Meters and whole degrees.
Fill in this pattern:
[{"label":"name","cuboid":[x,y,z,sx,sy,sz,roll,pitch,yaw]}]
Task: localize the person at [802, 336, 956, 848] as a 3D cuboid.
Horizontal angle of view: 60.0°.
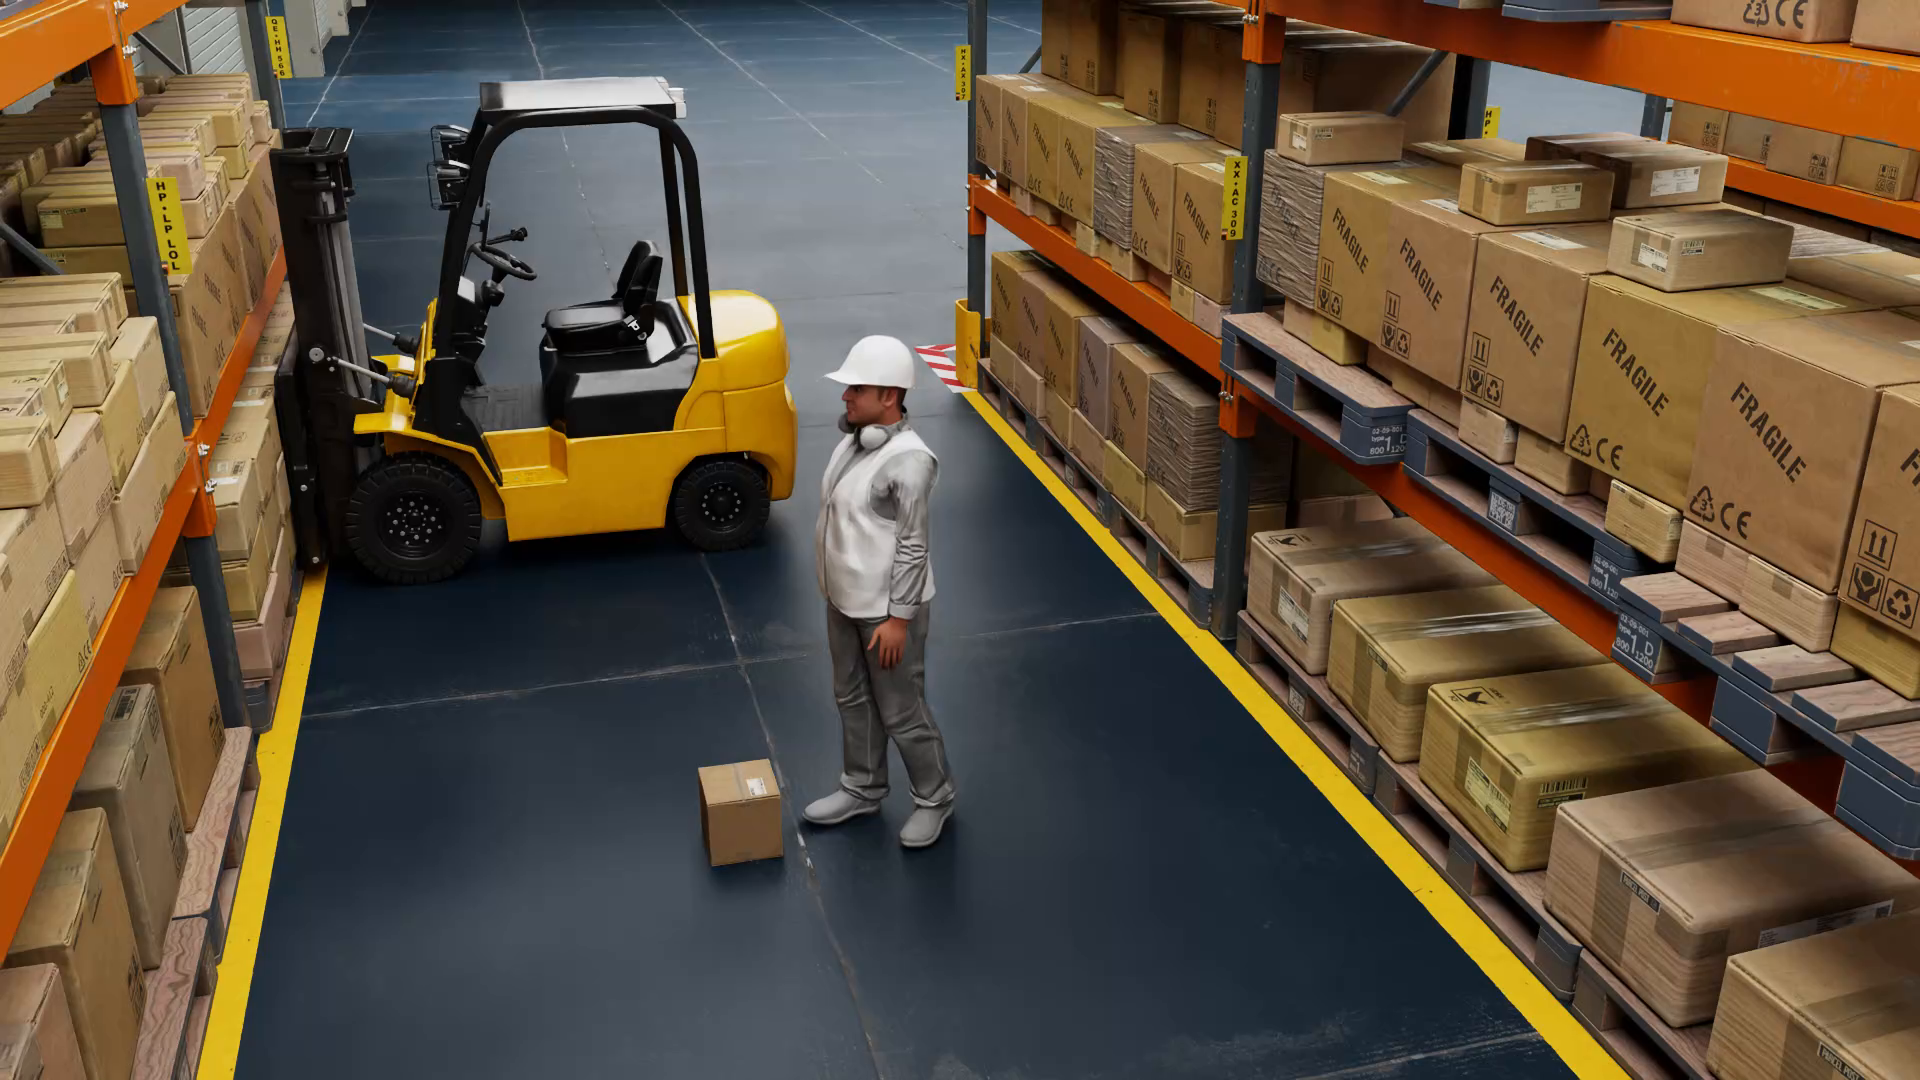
[{"label":"person","cuboid":[-0.282,0.189,5.595,0.505,1.776,0.555,-12,26,-26]}]
